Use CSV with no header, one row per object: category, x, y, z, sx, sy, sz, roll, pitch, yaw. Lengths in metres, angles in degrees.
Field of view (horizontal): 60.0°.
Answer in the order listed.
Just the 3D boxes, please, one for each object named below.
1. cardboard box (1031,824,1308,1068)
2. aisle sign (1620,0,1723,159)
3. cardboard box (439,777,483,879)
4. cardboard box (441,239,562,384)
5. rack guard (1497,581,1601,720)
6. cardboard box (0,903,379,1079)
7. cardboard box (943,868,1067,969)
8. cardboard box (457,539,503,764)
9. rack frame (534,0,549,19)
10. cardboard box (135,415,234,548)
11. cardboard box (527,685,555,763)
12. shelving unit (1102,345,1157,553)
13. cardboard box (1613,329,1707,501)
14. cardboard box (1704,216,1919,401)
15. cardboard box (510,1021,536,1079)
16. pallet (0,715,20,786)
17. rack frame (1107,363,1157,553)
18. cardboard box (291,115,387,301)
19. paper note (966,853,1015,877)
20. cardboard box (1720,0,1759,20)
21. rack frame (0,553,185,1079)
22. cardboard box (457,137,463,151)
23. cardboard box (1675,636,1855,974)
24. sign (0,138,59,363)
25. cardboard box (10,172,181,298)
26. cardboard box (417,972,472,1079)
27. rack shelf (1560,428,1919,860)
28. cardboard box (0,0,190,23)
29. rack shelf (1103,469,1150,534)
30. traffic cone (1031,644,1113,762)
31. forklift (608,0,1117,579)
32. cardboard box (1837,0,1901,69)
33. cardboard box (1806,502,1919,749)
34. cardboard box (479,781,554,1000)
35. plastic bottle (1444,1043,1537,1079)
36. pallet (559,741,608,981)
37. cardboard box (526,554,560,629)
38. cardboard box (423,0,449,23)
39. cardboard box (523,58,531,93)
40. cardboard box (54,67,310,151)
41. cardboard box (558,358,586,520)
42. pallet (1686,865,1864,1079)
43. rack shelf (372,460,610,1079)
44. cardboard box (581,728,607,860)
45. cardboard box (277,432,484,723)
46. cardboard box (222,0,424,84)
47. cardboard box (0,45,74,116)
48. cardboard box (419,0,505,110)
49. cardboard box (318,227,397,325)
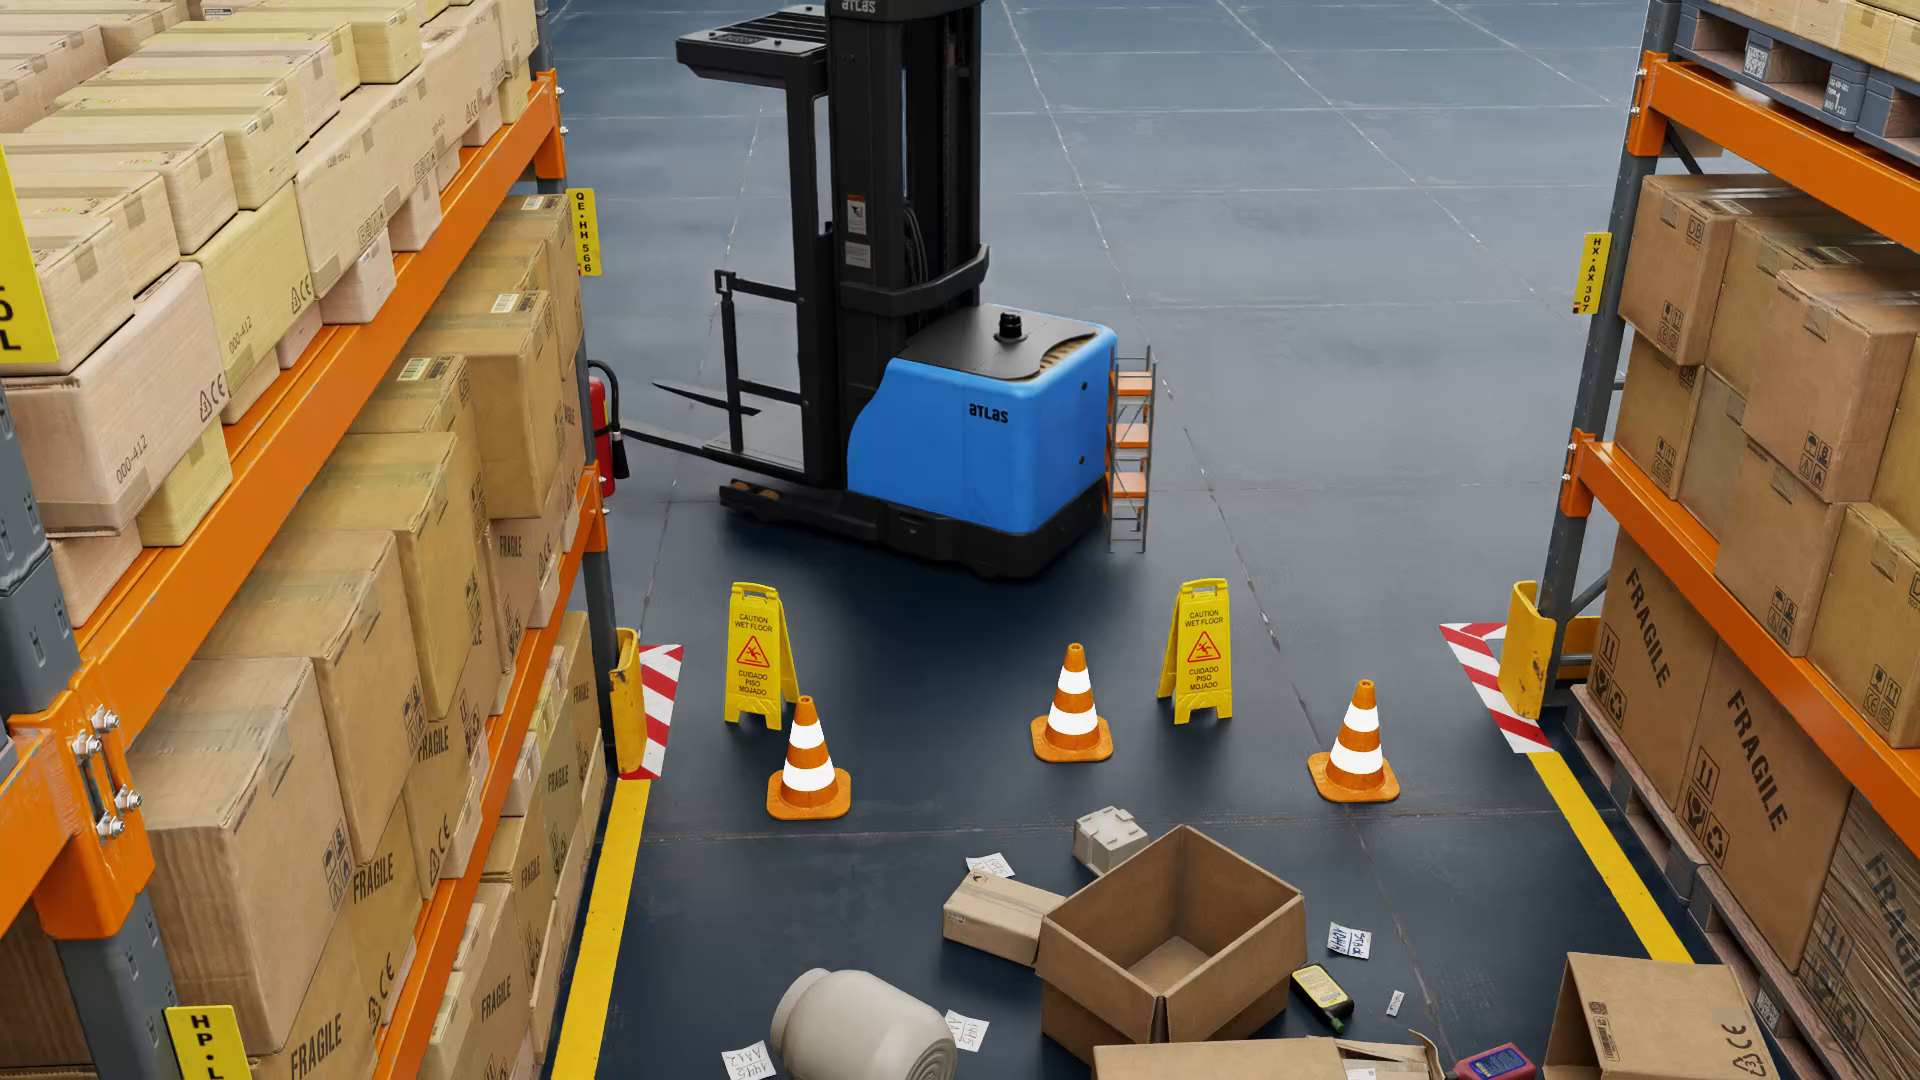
cardboard box,0.695,1.395,5.531,0.797,0.503,0.637,-23,35,-37
aisle sign,2.710,-1.806,6.158,0.394,0.787,0.004,-1,28,-3
cardboard box,-1.469,0.753,4.335,0.380,0.149,0.250,-1,28,-2
cardboard box,-1.661,-0.617,5.178,0.700,0.500,0.500,-1,28,-2
rack guard,3.012,0.469,7.310,1.175,0.500,0.348,-1,28,-3
cardboard box,-1.460,0.999,3.161,0.500,0.500,0.500,-1,28,-3
cardboard box,0.161,1.358,5.985,0.380,0.149,0.250,13,30,24
cardboard box,-1.569,0.303,4.496,0.500,0.500,0.500,-1,28,-2
rack frame,-1.924,-3.122,5.004,1.000,3.000,0.127,-1,28,-3
cardboard box,-1.442,-0.105,2.736,0.380,0.149,0.250,-1,28,-3
cardboard box,-1.526,0.599,5.365,0.380,0.149,0.250,-1,28,-2
shelving unit,0.859,-0.456,8.488,0.215,1.050,0.252,0,28,-1
cardboard box,3.078,-0.524,6.349,0.875,0.550,0.550,-1,28,-3
cardboard box,3.115,-0.749,5.613,0.875,0.550,0.550,-1,28,-3
cardboard box,-1.546,1.648,4.865,0.500,0.250,0.500,-2,28,-3
pallet,-1.790,0.426,1.648,1.213,0.211,1.003,-1,28,-3
rack frame,0.861,-0.399,8.380,0.200,1.050,0.008,0,28,-1
cardboard box,-1.515,-0.689,3.425,0.500,0.250,0.500,-1,28,-2
paper note,0.113,1.243,6.334,0.148,0.019,0.142,-11,30,-20
cardboard box,2.725,-1.793,5.411,0.380,0.149,0.250,-1,28,-2
rack frame,-1.716,1.385,2.850,1.000,3.000,0.127,-1,28,-3
cardboard box,-1.654,-1.166,4.770,0.380,0.149,0.250,-1,28,-2
cardboard box,3.163,0.846,5.728,0.875,0.875,0.875,-2,28,-3
sign,-1.162,-0.363,1.975,0.100,0.325,0.005,-1,28,-3
cardboard box,-1.449,-0.459,2.553,0.380,0.149,0.250,-1,28,-1
cardboard box,-1.452,1.223,4.169,0.380,0.149,0.250,0,28,-1
rack shelf,3.118,0.615,5.106,1.077,0.370,4.000,-1,28,-3
cardboard box,-2.150,-1.279,4.125,0.380,0.149,0.250,-1,28,-1
rack shelf,0.859,-0.200,8.621,0.215,0.259,0.240,0,28,-1
traffic cone,0.477,0.647,7.010,0.336,0.463,0.334,-1,28,-3
forklift,-0.710,-1.593,8.635,3.031,2.935,1.130,15,31,27
cardboard box,2.764,-1.445,4.742,0.380,0.149,0.250,-1,28,-2
cardboard box,3.101,0.235,4.894,0.875,0.550,0.500,-1,28,-3
cardboard box,-1.572,1.076,5.151,0.500,0.500,0.500,-2,28,-4
plastic bottle,1.707,1.725,5.377,0.283,0.061,0.133,-11,30,-20
pallet,-1.913,1.186,6.248,1.003,0.211,1.213,-1,28,-3
cardboard box,-1.532,0.168,5.455,0.380,0.149,0.250,-1,28,-2
cardboard box,-1.643,-1.529,4.604,0.380,0.149,0.250,-1,28,-2
cardboard box,-1.627,-1.522,5.453,0.380,0.149,0.250,-1,28,-2
cardboard box,-1.504,-0.817,3.238,0.380,0.149,0.250,-2,28,-4
cardboard box,-1.621,-0.394,5.832,0.500,0.500,0.500,-2,28,-4
pallet,3.194,1.538,5.573,1.003,0.211,1.213,-1,28,-3
rack shelf,-1.820,0.781,4.787,1.077,0.370,4.000,-1,28,-3
cardboard box,-1.612,0.949,6.206,0.500,0.250,0.500,-2,28,-3
cardboard box,-1.526,0.089,3.826,0.700,0.500,0.500,-2,28,-4
cardboard box,-1.498,-1.178,3.930,0.380,0.149,0.250,-1,28,-1
cardboard box,-2.085,-0.925,3.446,0.380,0.149,0.250,-1,28,-2
cardboard box,-1.617,-1.395,4.777,0.500,0.250,0.500,-2,28,-3
cardboard box,-1.467,-0.581,3.647,0.380,0.149,0.250,-2,28,-4
